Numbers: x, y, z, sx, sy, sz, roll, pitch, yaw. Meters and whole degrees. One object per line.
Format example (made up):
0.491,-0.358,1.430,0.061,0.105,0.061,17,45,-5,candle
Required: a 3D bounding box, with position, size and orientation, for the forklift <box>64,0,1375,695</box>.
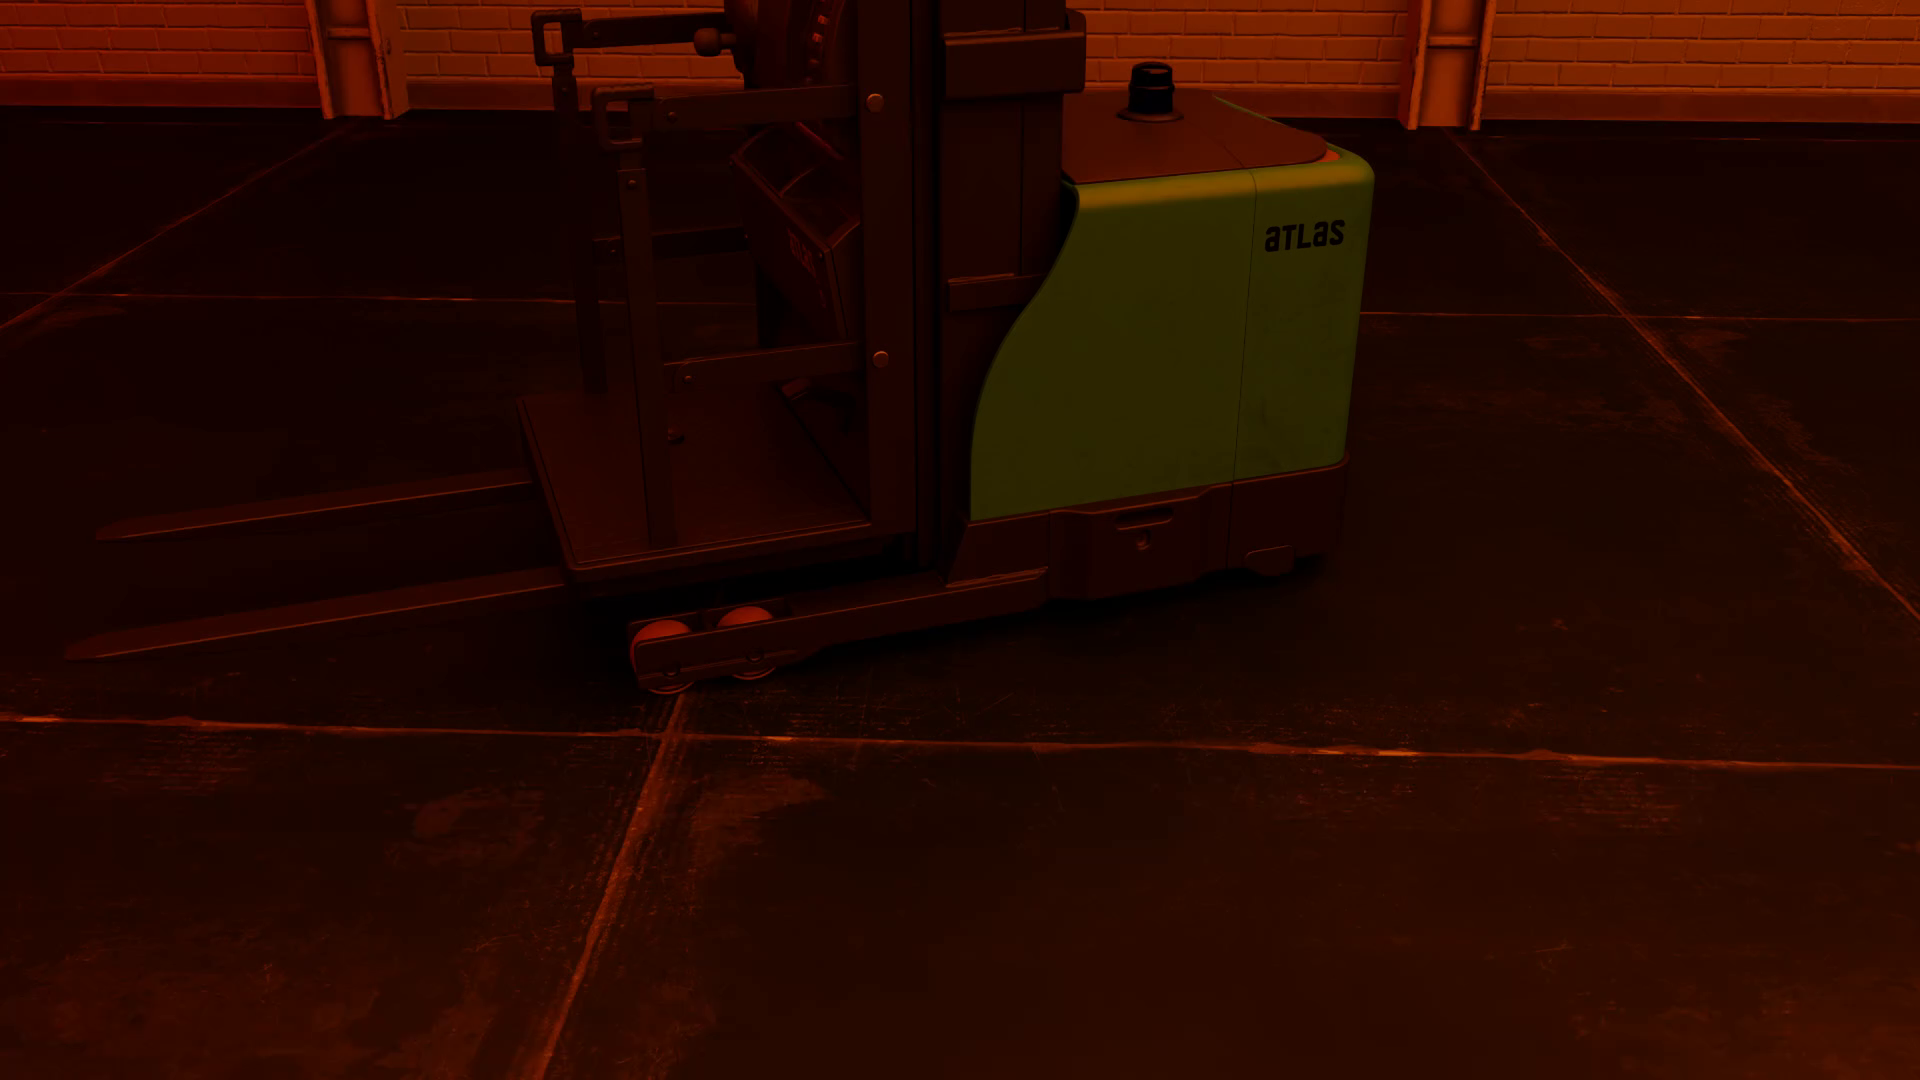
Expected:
-0.573,-1.224,3.691,3.031,2.935,1.130,-9,28,-17,forklift
